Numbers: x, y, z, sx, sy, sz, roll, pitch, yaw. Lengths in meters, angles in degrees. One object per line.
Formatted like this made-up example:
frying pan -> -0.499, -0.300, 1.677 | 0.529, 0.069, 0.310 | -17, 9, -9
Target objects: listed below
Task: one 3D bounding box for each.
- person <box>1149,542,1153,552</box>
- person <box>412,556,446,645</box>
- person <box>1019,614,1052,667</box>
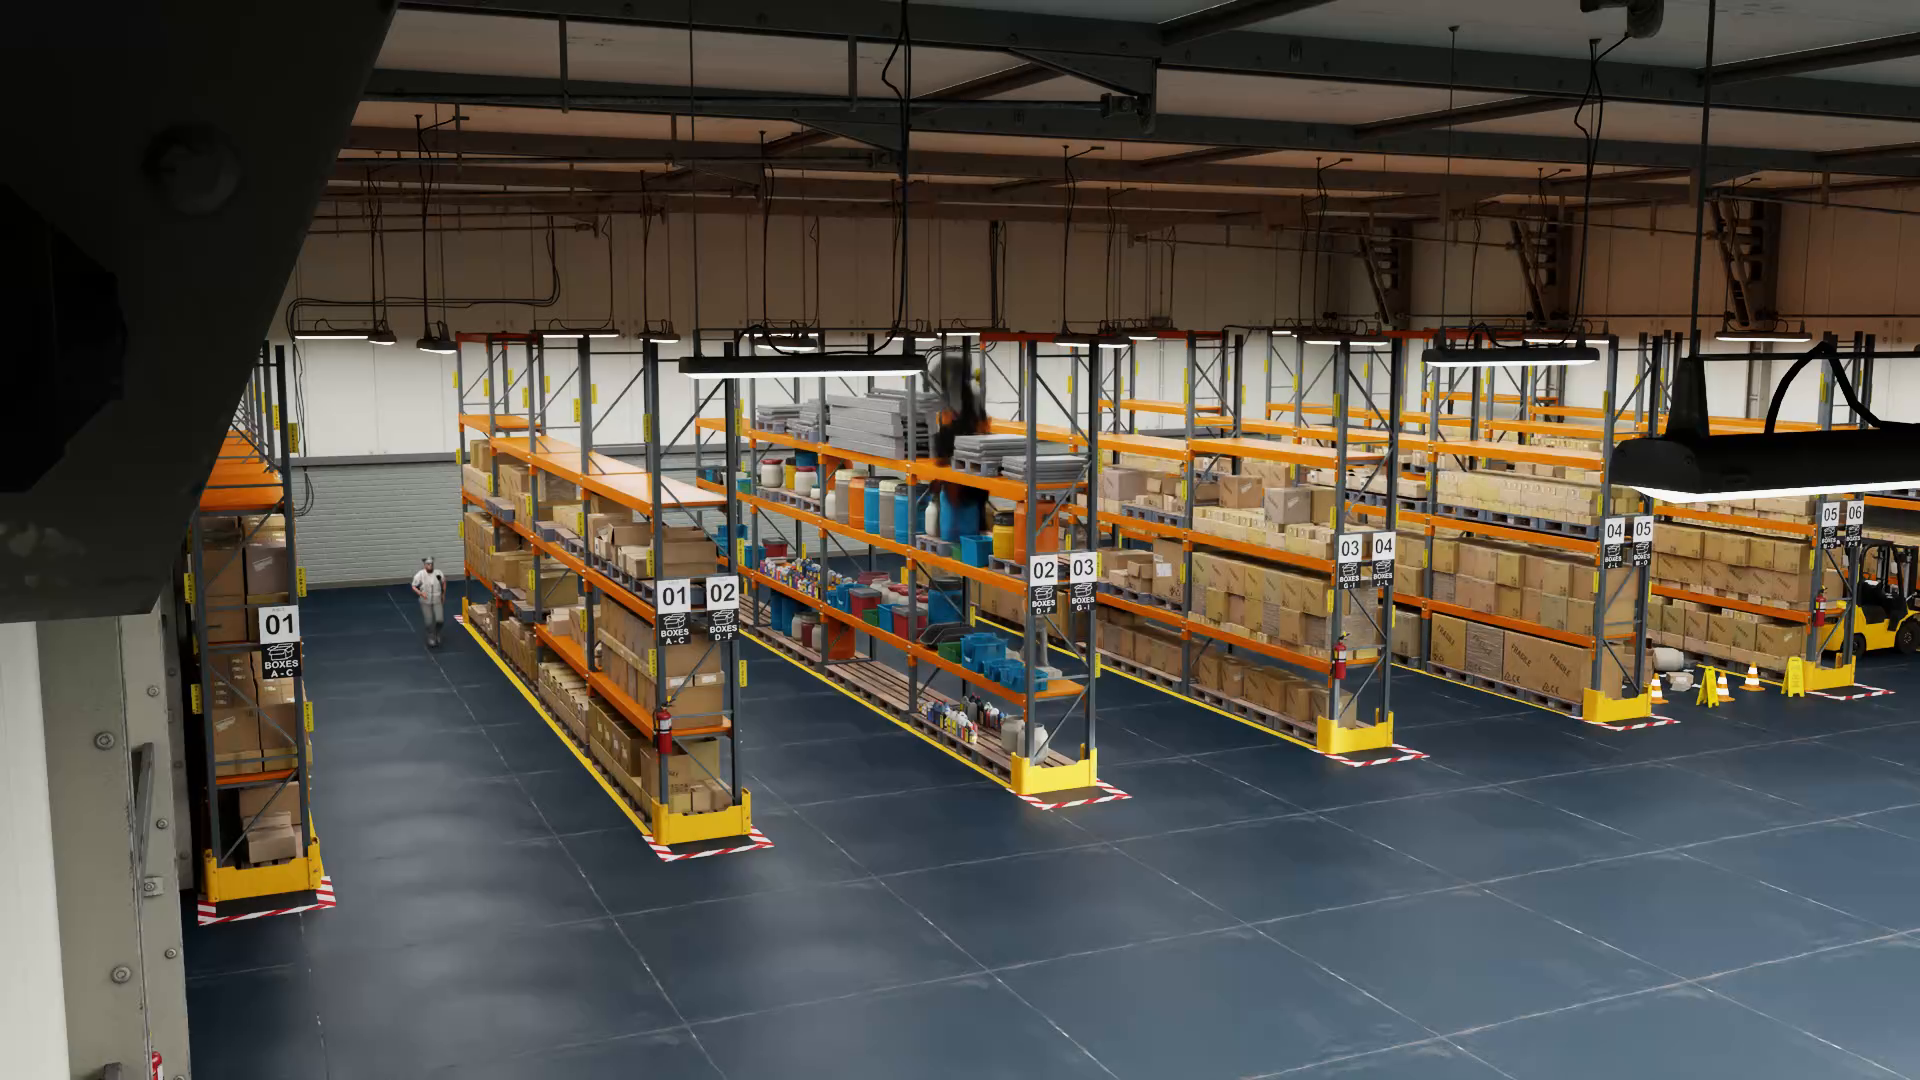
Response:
person -> 4.907, -0.075, 41.804 | 0.838, 1.617, 0.746 | 7, 10, 42
person -> -10.143, 1.173, 31.883 | 0.660, 1.747, 0.583 | -4, 9, -26
person -> 1.279, 1.515, 27.796 | 0.534, 1.618, 0.826 | -7, 11, -43
